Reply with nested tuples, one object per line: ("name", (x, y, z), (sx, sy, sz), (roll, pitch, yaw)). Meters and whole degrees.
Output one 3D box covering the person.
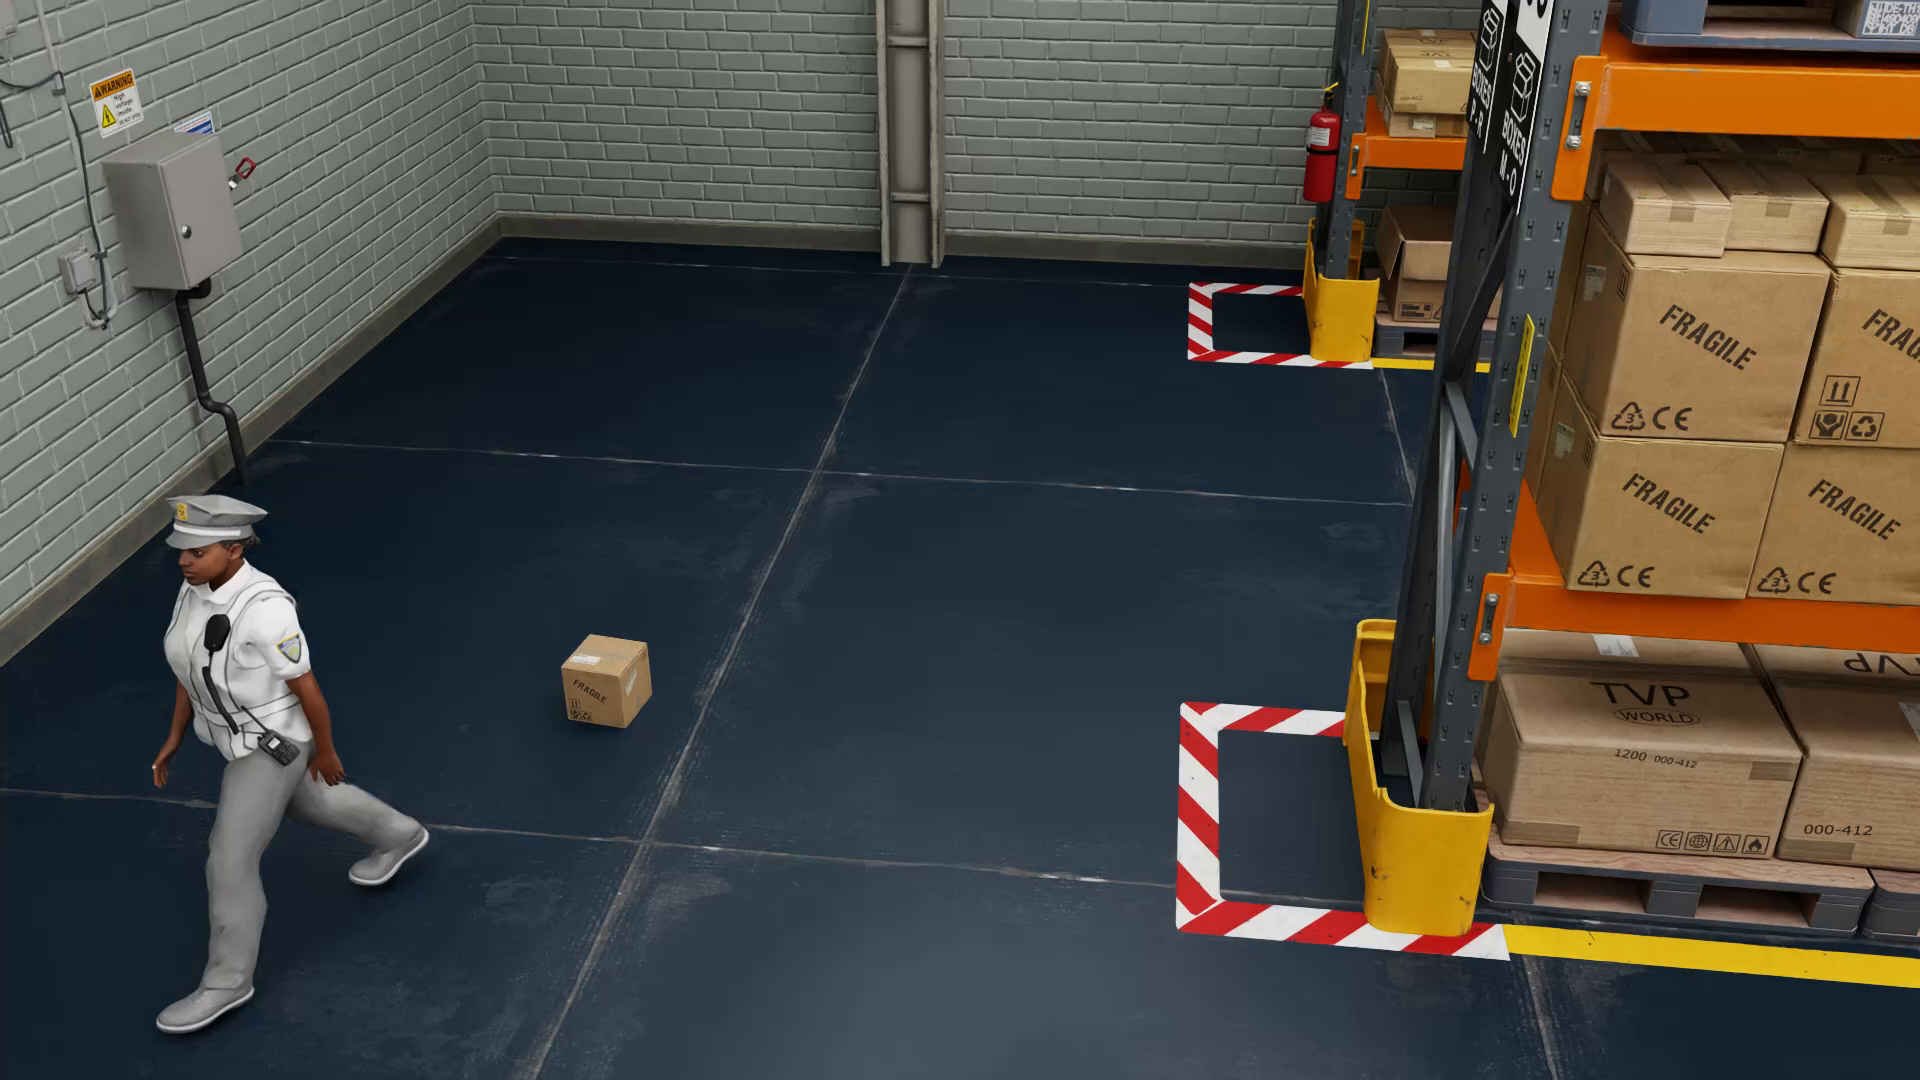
("person", (-2.135, 0.581, 5.016), (0.447, 1.635, 1.025), (23, 36, 36))
